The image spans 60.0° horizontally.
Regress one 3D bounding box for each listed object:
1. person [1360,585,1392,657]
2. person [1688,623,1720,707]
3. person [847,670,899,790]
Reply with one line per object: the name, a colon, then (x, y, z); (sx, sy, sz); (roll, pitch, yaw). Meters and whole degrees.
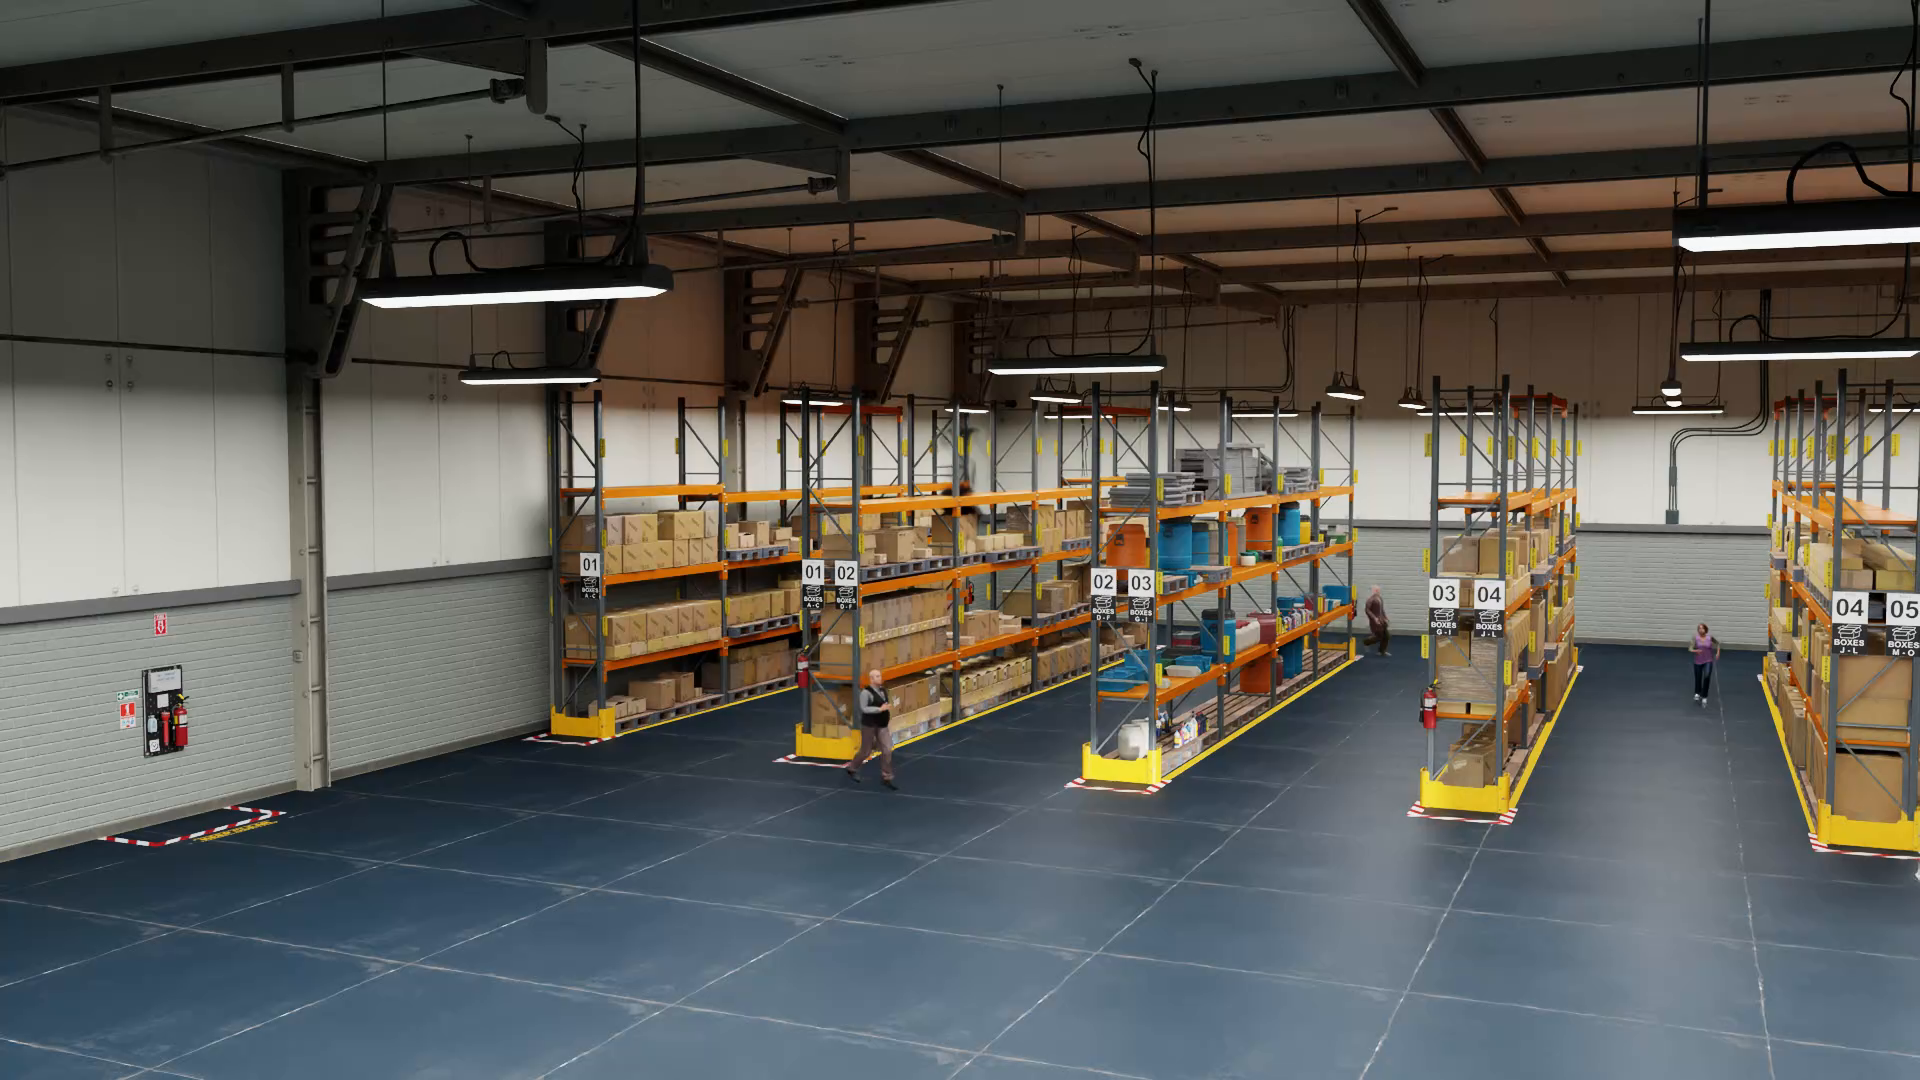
person: (9.974, 1.941, 39.955); (0.746, 1.722, 0.674); (-3, 4, -45)
person: (14.464, 2.415, 32.338); (0.550, 1.612, 0.825); (2, 4, 28)
person: (-1.276, 2.762, 24.439); (0.948, 1.732, 0.644); (3, 4, 42)
